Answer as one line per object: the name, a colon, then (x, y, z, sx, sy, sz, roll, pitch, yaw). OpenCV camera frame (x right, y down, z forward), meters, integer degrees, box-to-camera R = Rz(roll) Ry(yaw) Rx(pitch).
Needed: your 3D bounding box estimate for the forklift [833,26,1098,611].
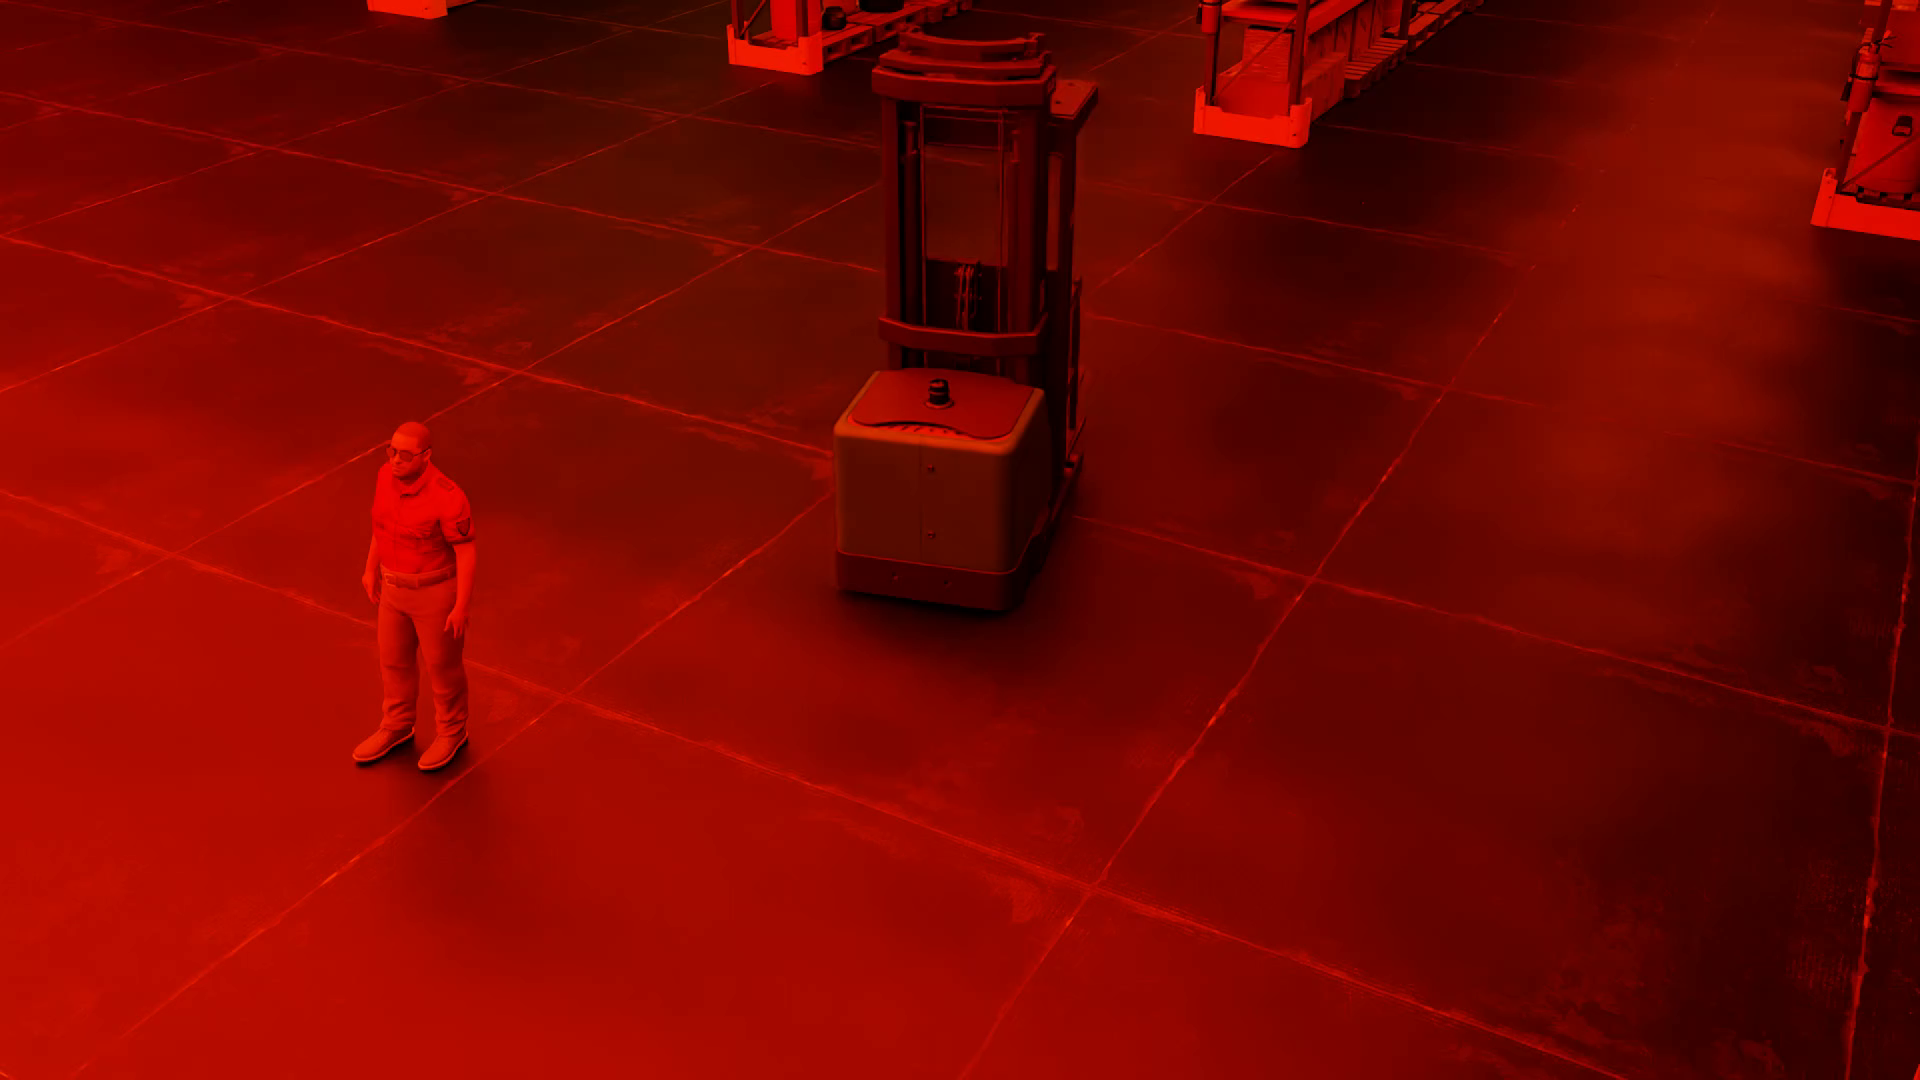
forklift: (0.165, -1.601, 9.844, 1.130, 2.935, 3.031, 7, 31, 13)

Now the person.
person: (-2.578, 0.286, 7.762, 0.641, 1.728, 0.550, 16, 33, 25)
